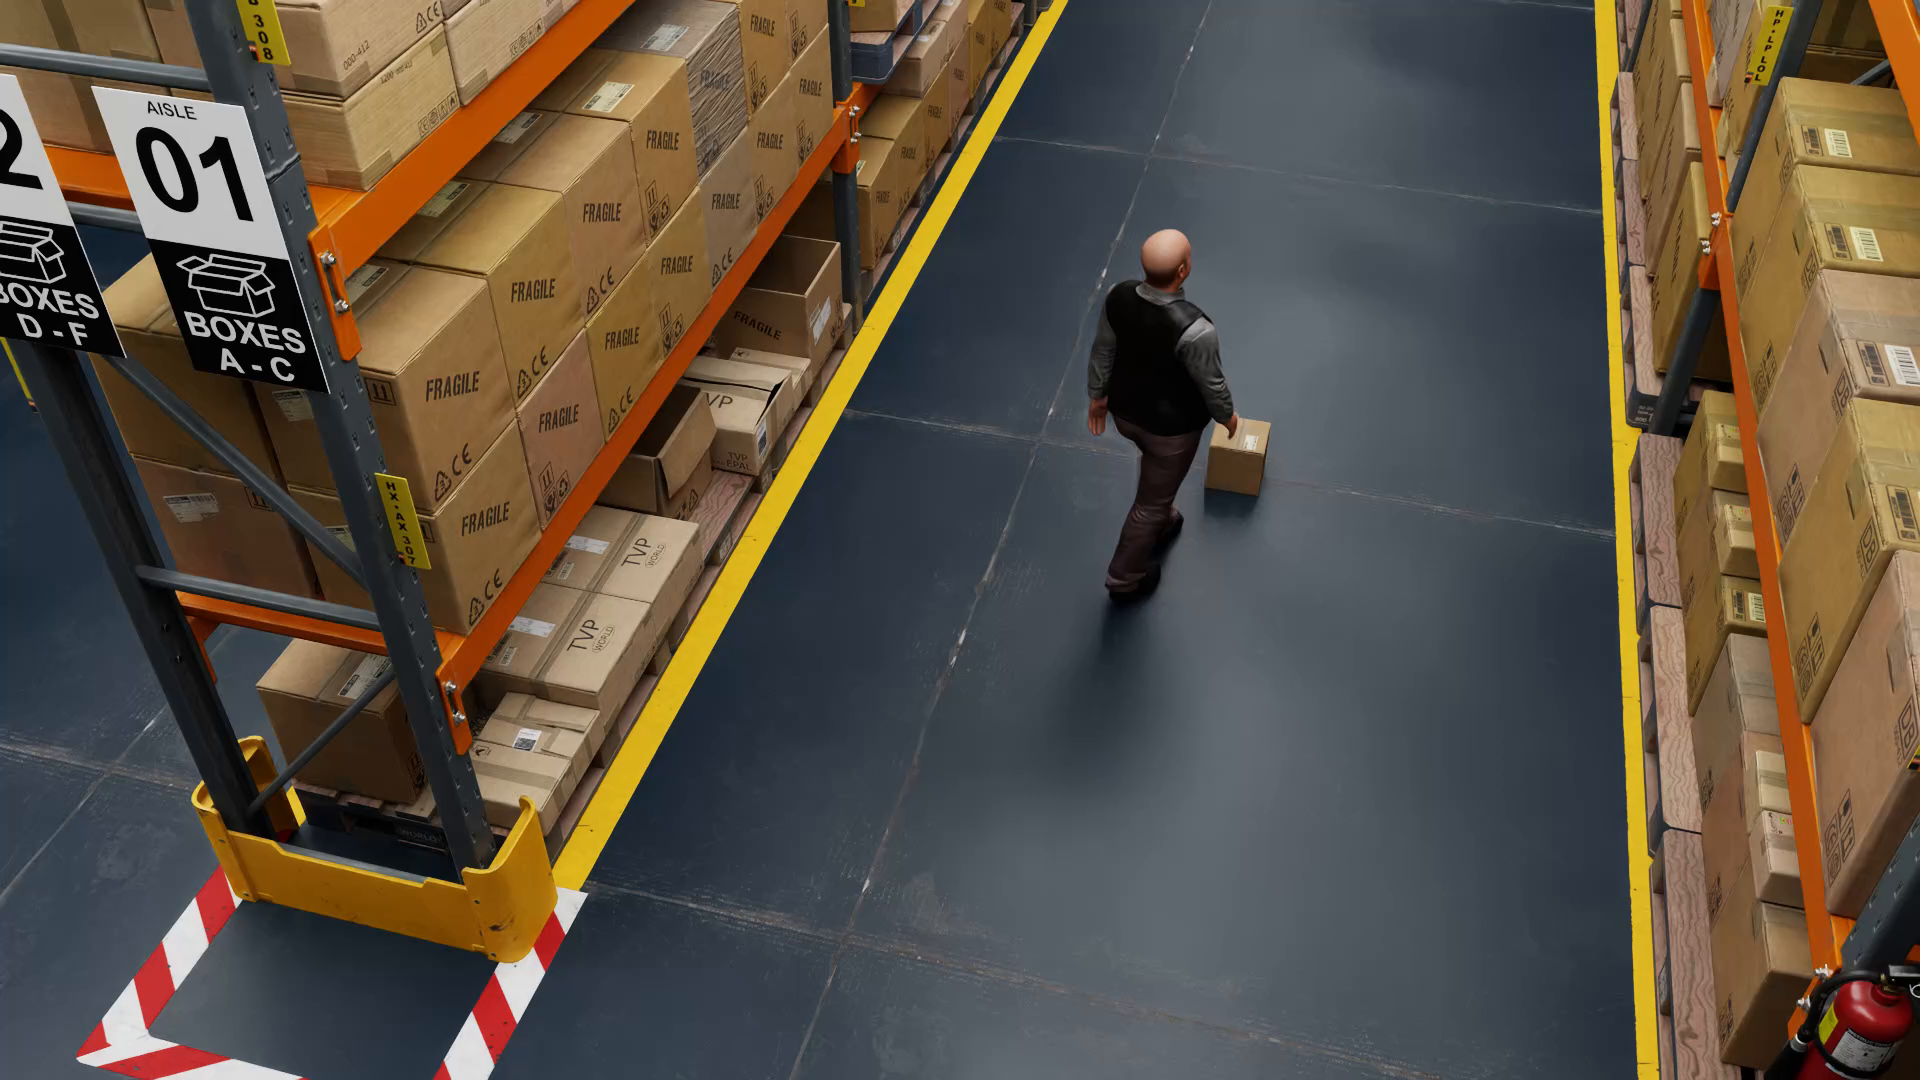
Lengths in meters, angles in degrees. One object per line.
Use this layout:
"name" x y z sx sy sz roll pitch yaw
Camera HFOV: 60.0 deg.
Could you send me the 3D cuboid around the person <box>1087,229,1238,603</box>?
"person" 0.864 -0.521 6.782 0.696 1.745 0.566 -31 49 -31
